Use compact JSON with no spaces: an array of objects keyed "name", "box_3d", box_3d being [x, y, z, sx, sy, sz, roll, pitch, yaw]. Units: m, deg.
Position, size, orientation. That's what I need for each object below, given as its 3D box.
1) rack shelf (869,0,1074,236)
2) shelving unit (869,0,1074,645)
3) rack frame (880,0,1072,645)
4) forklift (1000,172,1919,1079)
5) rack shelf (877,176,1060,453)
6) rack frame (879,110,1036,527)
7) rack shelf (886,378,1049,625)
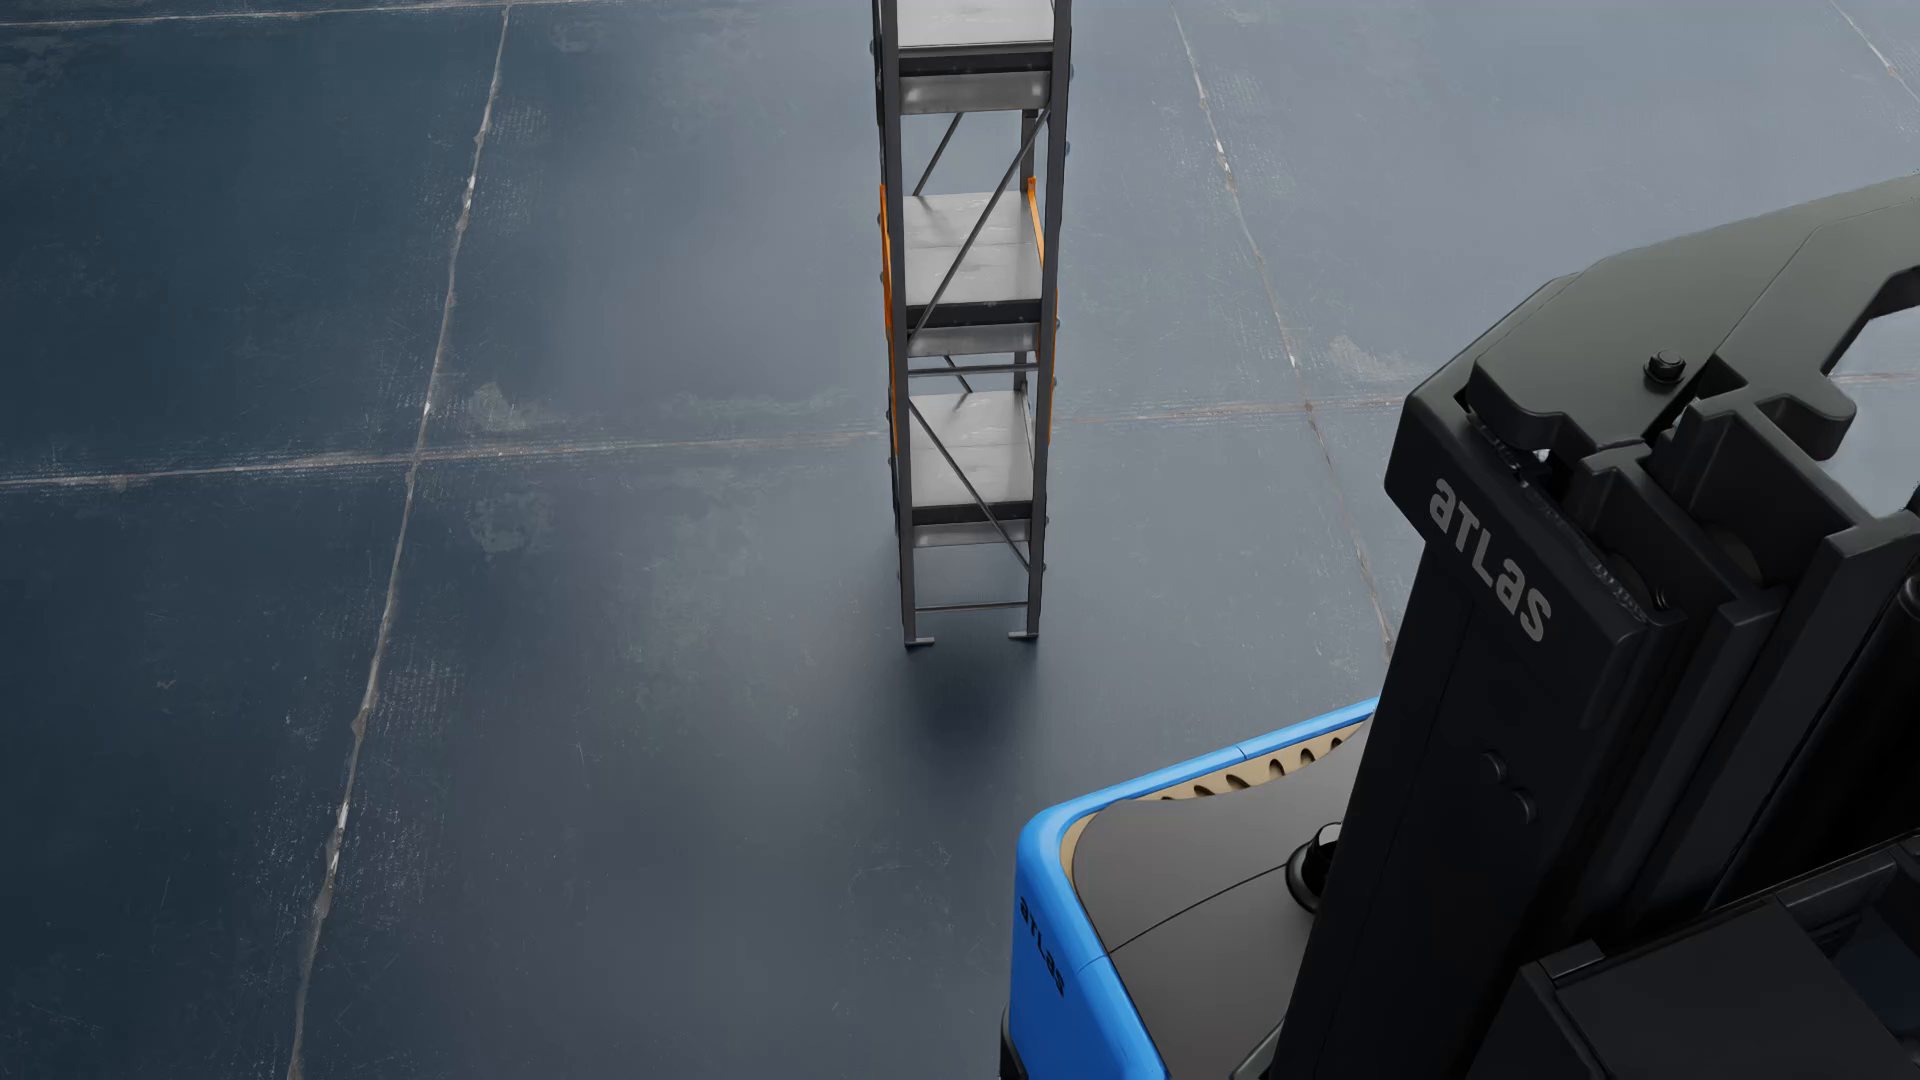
[{"name":"rack shelf","box_3d":[0.014,-1.074,3.876,0.431,0.518,0.480,-3,47,-3]},{"name":"shelving unit","box_3d":[0.014,-0.602,4.374,0.431,2.100,0.503,-3,47,-3]},{"name":"rack frame","box_3d":[0.034,-0.426,4.207,0.400,2.100,0.015,-3,47,-3]},{"name":"forklift","box_3d":[1.109,1.143,2.148,1.130,2.935,3.031,-16,49,-15]},{"name":"rack shelf","box_3d":[0.014,-0.593,4.384,0.431,0.518,0.480,-3,47,-3]},{"name":"rack frame","box_3d":[-0.007,-0.779,4.541,0.400,2.100,0.015,-3,47,-3]},{"name":"rack shelf","box_3d":[0.014,-0.112,4.892,0.431,0.518,0.480,-3,47,-3]}]
